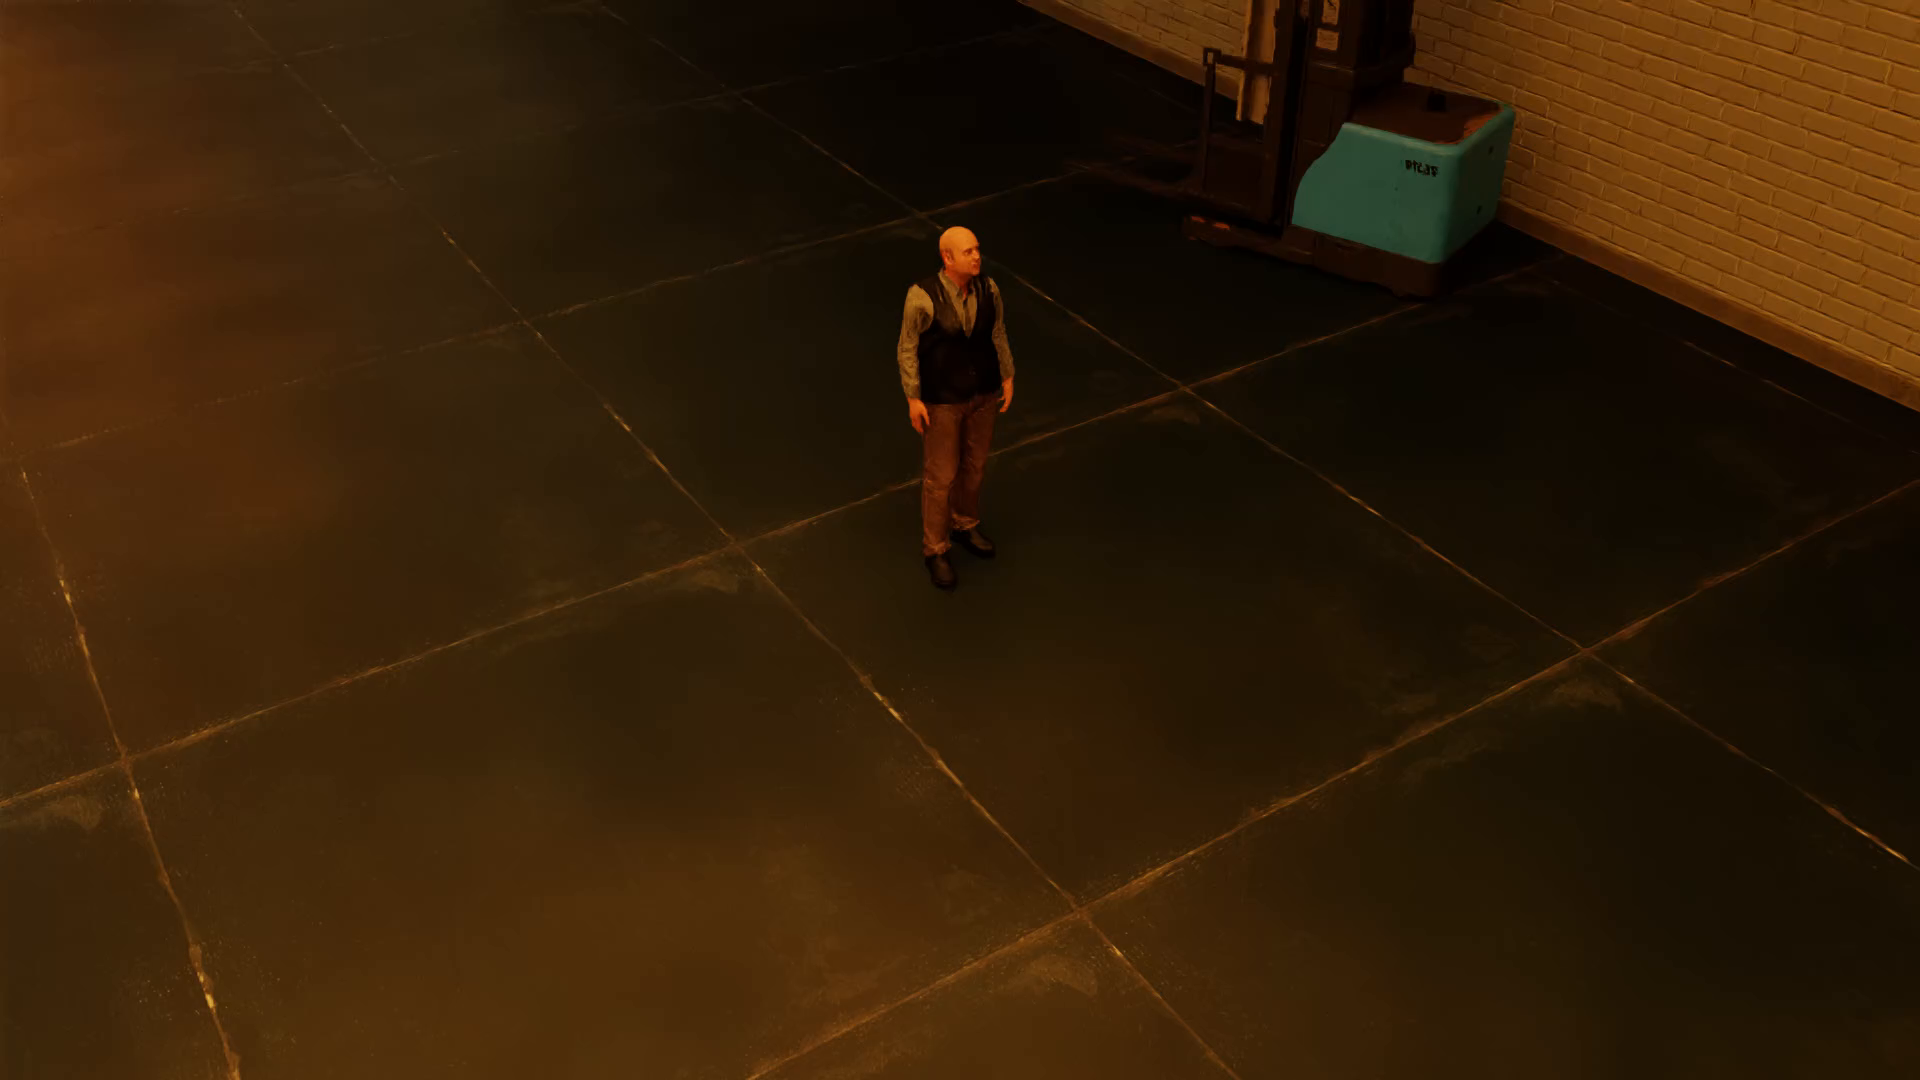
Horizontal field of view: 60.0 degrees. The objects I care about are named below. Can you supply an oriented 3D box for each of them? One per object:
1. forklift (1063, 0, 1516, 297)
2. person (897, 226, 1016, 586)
[{"bbox_3d":[2.173,-3.460,11.072,3.031,2.935,1.130,23,41,29],"label":"forklift"},{"bbox_3d":[0.027,-0.677,8.152,0.632,1.720,0.567,-21,40,-27],"label":"person"}]
